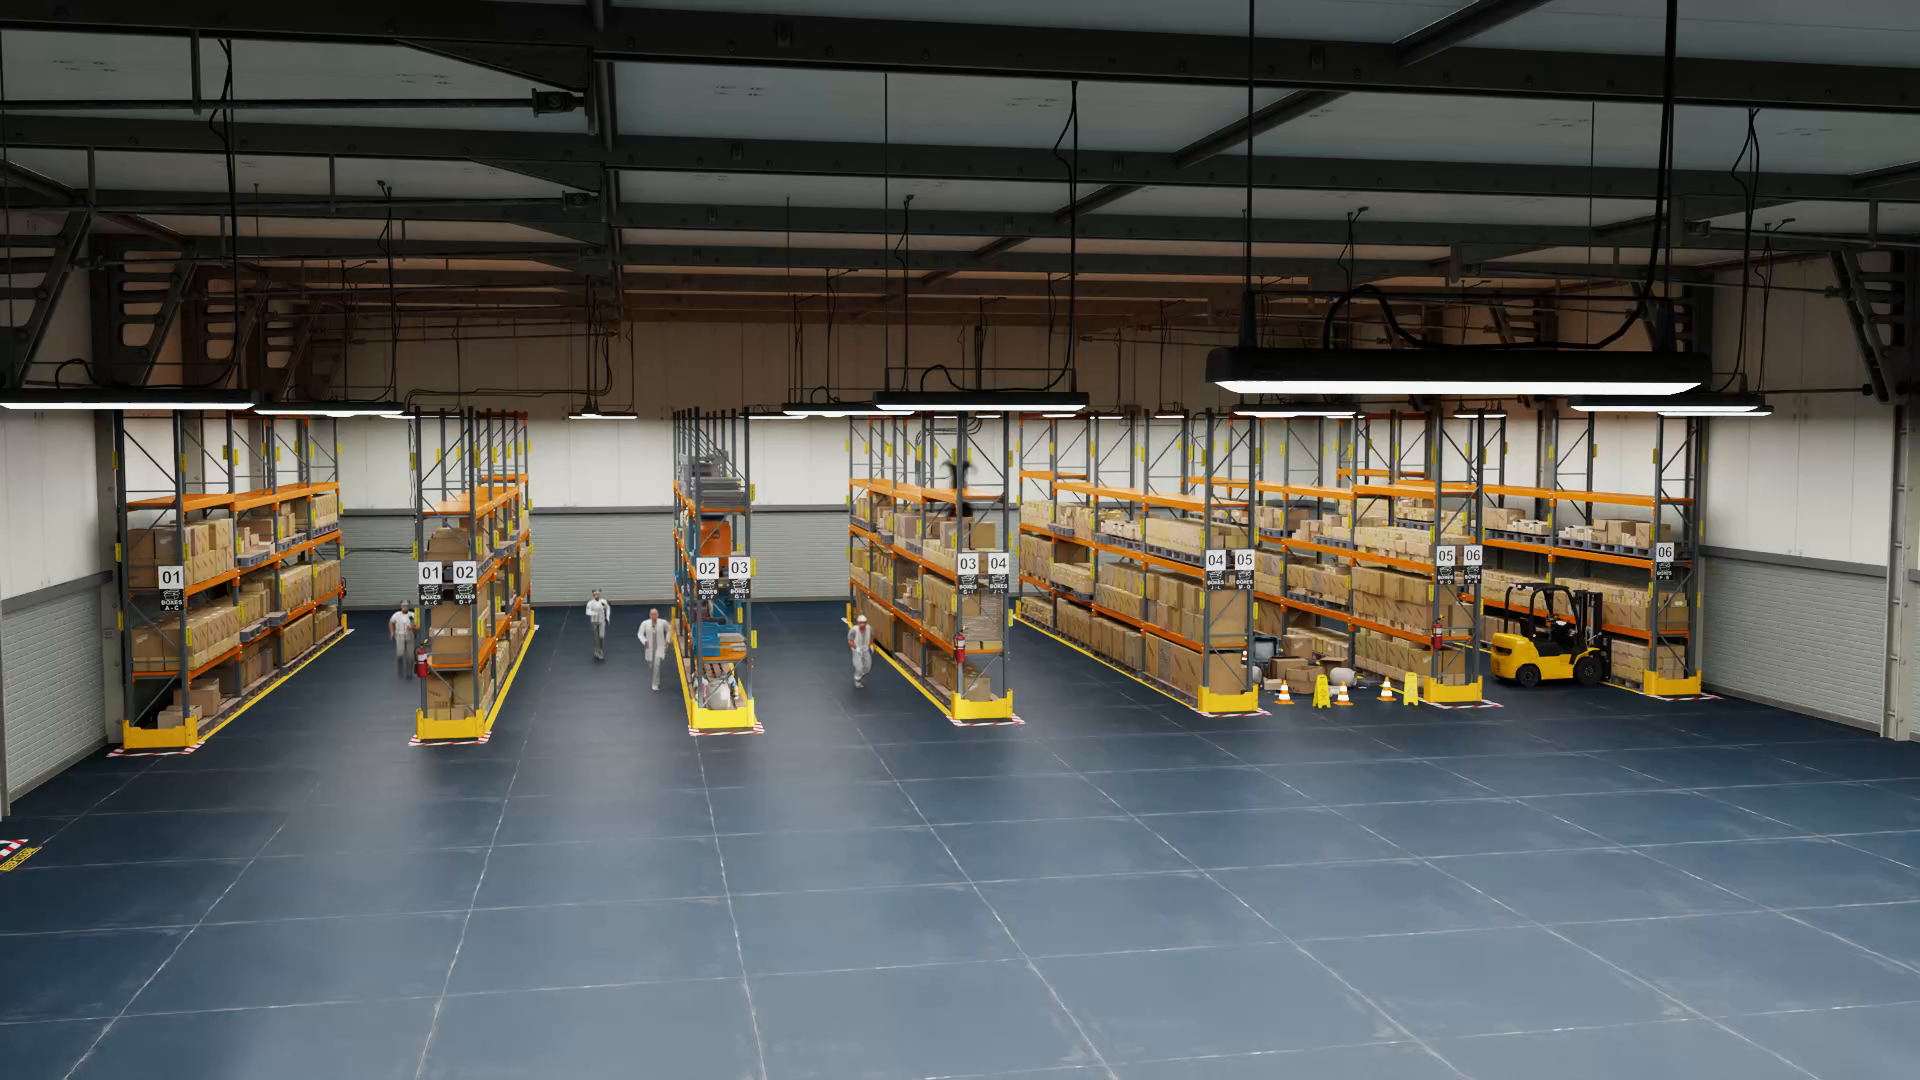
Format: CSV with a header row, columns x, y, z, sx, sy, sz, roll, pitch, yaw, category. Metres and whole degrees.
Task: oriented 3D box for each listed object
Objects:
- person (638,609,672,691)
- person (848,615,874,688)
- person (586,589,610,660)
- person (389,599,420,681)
x,y,z,sx,sy,sz,roll,pitch,yaw,category
-6.537,2.323,35.704,0.705,1.736,0.885,0,4,-1,person
-2.145,2.376,35.609,0.637,1.619,0.889,-2,5,-28,person
-8.749,2.027,40.187,0.560,1.738,0.812,-1,4,-12,person
-12.324,2.224,36.915,0.656,1.820,0.725,-1,4,-18,person
